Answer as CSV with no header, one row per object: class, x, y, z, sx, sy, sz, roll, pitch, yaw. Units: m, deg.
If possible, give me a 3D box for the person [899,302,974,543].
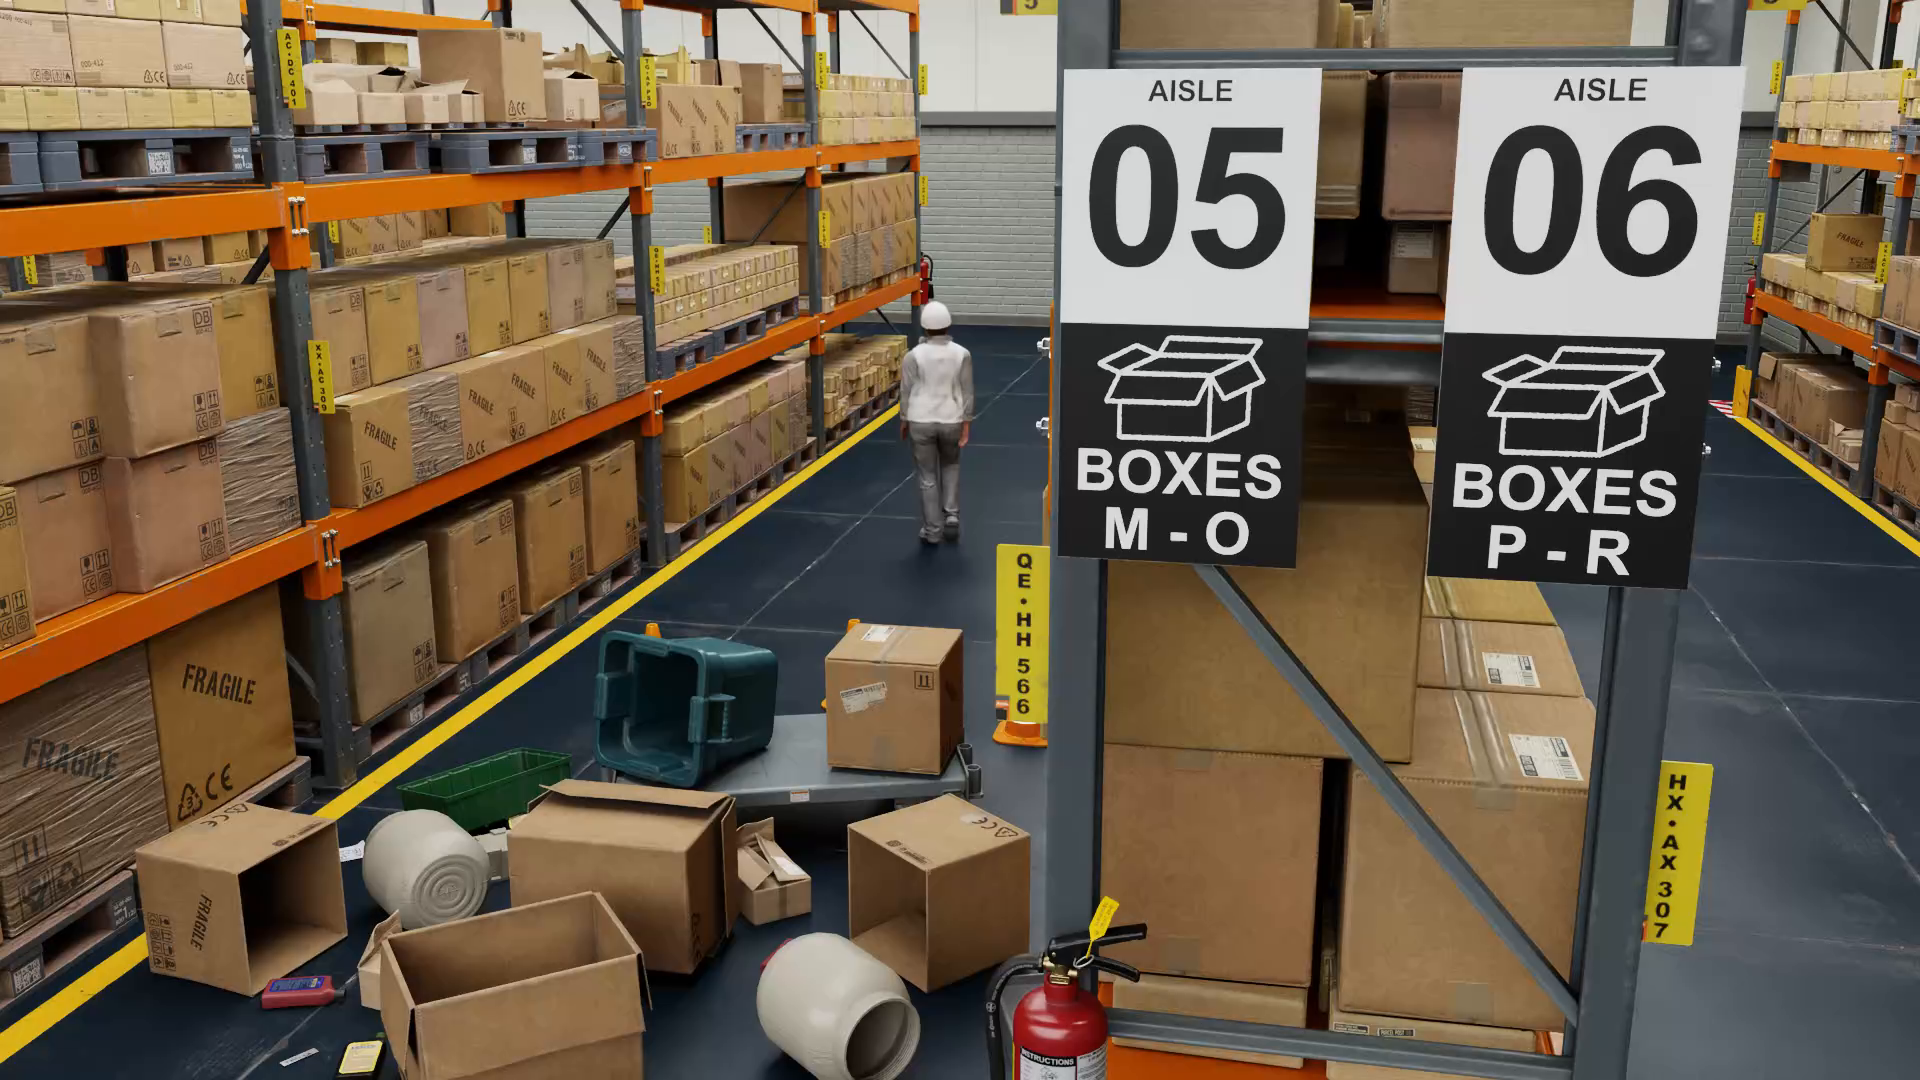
person,-0.190,-0.855,12.253,0.536,1.809,0.479,-4,15,-15
